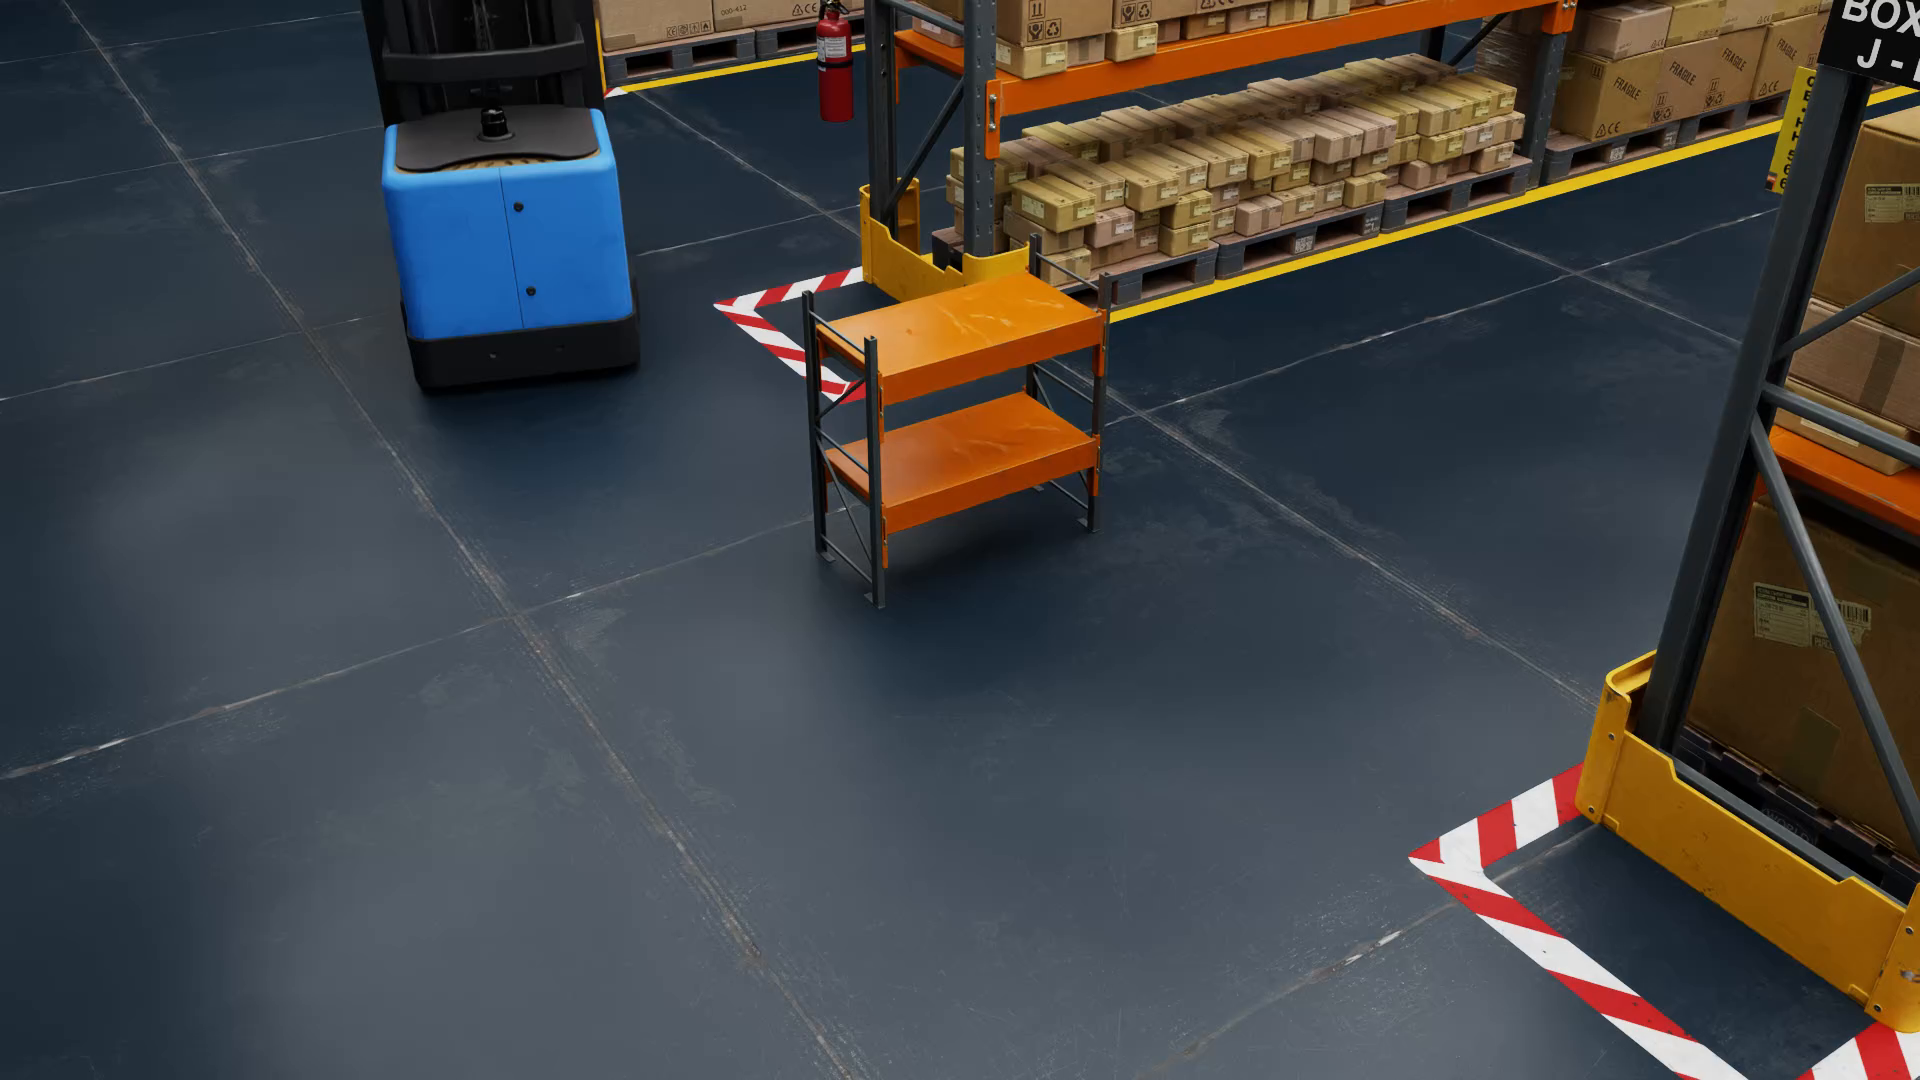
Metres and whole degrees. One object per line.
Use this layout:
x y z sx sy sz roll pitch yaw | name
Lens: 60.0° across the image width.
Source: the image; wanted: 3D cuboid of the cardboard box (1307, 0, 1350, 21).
1.819 -2.843 8.681 0.250 0.149 0.380 -18 37 -26 | cardboard box

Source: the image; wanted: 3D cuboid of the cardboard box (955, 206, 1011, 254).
0.174 -1.682 8.884 0.250 0.149 0.380 -18 37 -26 | cardboard box

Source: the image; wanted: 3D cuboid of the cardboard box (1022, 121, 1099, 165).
0.544 -2.134 9.042 0.250 0.149 0.380 -20 37 -28 | cardboard box

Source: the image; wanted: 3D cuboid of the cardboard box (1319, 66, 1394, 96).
2.356 -2.690 9.923 0.250 0.149 0.380 -20 37 -28 | cardboard box

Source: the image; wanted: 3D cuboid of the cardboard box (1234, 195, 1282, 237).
1.533 -1.806 9.080 0.250 0.149 0.380 -21 38 -30 | cardboard box

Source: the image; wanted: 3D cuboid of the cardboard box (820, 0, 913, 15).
-0.898 -4.513 13.101 0.875 0.438 0.875 -20 37 -29 | cardboard box

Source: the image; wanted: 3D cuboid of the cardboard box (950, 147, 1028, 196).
0.152 -1.955 8.758 0.250 0.149 0.380 -19 37 -27 | cardboard box

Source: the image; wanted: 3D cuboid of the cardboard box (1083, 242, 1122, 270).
0.634 -1.557 8.685 0.250 0.149 0.380 -19 37 -27 | cardboard box

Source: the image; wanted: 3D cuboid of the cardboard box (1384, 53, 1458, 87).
2.805 -2.838 10.158 0.250 0.149 0.380 -17 36 -25 | cardboard box

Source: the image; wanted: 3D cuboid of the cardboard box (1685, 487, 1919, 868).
2.942 0.289 5.078 0.875 0.875 0.875 -19 37 -27 | cardboard box

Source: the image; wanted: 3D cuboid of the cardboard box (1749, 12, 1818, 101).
5.283 -3.282 11.090 0.500 0.500 0.500 -21 38 -29 | cardboard box

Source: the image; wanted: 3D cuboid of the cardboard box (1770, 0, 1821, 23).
5.282 -3.609 10.906 0.500 0.250 0.500 -18 36 -26 | cardboard box

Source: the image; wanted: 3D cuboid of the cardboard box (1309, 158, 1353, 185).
1.974 -2.137 9.325 0.250 0.149 0.380 -21 38 -29 | cardboard box

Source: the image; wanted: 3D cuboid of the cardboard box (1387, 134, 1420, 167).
2.414 -2.287 9.564 0.250 0.149 0.380 -19 37 -27 | cardboard box

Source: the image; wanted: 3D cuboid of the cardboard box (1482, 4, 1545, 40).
3.696 -3.387 10.555 0.500 0.250 0.500 -20 37 -29 | cardboard box

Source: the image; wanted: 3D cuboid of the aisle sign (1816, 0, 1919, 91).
2.224 -1.425 3.760 0.004 0.787 0.394 -19 37 -27 | aisle sign

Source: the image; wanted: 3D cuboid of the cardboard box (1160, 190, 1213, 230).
1.117 -1.788 8.773 0.250 0.149 0.380 -18 36 -26 | cardboard box

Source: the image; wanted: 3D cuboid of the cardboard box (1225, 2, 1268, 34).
1.349 -2.713 8.475 0.250 0.149 0.380 -20 37 -28 | cardboard box

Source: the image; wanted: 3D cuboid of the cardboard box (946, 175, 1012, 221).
0.134 -1.843 8.860 0.250 0.149 0.380 -20 37 -29 | cardboard box

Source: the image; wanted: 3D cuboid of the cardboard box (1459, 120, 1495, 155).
2.894 -2.401 9.745 0.250 0.149 0.380 -21 38 -29 | cardboard box

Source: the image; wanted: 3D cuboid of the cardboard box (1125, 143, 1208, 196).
1.081 -1.945 8.743 0.250 0.149 0.380 -21 38 -30 | cardboard box

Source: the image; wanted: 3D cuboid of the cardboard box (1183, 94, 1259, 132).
1.478 -2.397 9.460 0.250 0.149 0.380 -19 37 -27 | cardboard box

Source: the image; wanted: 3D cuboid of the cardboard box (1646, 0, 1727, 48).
4.417 -3.309 10.430 0.500 0.250 0.500 -18 36 -26 | cardboard box

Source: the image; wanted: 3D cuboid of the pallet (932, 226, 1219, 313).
0.611 -1.526 8.972 1.213 0.211 1.003 -19 37 -27 | pallet

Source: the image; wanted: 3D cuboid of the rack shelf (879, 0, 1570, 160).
1.526 -2.739 8.954 4.000 0.370 1.077 -19 37 -27 | rack shelf

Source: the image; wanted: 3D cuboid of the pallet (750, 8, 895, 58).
-1.268 -4.093 13.040 1.213 0.211 1.003 -19 37 -27 | pallet

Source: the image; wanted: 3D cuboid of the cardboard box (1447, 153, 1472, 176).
2.798 -2.289 9.846 0.250 0.149 0.380 -18 36 -26 | cardboard box

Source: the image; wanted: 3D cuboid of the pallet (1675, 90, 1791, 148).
4.887 -3.022 11.343 1.213 0.211 1.003 -19 37 -27 | pallet

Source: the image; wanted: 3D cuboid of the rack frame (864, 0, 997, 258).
-0.155 -2.465 7.846 0.127 3.000 1.000 -19 37 -27 | rack frame

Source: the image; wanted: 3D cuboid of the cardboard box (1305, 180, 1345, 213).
1.936 -1.982 9.359 0.250 0.149 0.380 -18 37 -26 | cardboard box

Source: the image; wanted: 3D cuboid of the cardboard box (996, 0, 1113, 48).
0.372 -2.639 7.749 0.500 0.500 0.500 -17 36 -25 | cardboard box

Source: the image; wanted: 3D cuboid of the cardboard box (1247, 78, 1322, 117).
1.890 -2.567 9.729 0.250 0.149 0.380 -18 37 -26 | cardboard box

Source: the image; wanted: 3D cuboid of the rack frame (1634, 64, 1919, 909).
2.447 -0.211 4.273 0.127 3.000 1.000 -19 37 -27 | rack frame

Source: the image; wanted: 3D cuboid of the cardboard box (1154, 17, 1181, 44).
0.885 -2.587 8.276 0.250 0.149 0.380 -17 36 -25 | cardboard box

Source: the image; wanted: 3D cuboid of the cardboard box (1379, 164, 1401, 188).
2.324 -2.162 9.644 0.250 0.149 0.380 -20 37 -28 | cardboard box

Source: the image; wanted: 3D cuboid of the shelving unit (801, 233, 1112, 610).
-0.006 -0.474 6.447 1.048 1.125 0.538 -19 37 -27 | shelving unit

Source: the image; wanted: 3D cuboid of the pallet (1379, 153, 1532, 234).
2.662 -2.232 10.090 1.213 0.211 1.003 -19 37 -27 | pallet

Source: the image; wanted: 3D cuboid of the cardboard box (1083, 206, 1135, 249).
0.685 -1.653 8.558 0.250 0.149 0.380 -19 37 -27 | cardboard box

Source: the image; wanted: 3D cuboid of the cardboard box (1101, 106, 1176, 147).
0.991 -2.283 9.278 0.250 0.149 0.380 -18 36 -26 | cardboard box

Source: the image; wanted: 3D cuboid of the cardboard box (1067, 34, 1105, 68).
0.486 -2.397 7.974 0.250 0.149 0.380 -18 36 -26 | cardboard box

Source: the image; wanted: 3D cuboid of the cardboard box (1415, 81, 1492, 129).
2.856 -2.533 9.675 0.250 0.149 0.380 -18 37 -27 | cardboard box

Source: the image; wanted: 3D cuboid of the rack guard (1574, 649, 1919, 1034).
2.427 0.853 4.929 0.348 0.500 1.175 -19 37 -27 | rack guard

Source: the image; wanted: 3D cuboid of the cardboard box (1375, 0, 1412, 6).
2.237 -2.998 8.927 0.250 0.149 0.380 -21 38 -29 | cardboard box

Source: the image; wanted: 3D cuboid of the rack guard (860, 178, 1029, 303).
-0.091 -1.429 8.547 0.348 0.500 1.175 -19 37 -27 | rack guard

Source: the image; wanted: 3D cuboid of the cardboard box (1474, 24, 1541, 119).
3.692 -3.068 10.752 0.500 0.500 0.500 -20 37 -28 | cardboard box

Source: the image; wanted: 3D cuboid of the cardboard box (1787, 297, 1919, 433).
2.711 -0.533 4.645 0.500 0.250 0.500 -20 37 -28 | cardboard box

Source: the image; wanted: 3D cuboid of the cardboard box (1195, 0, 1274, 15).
1.226 -2.941 8.228 0.500 0.500 0.500 -18 37 -27 | cardboard box

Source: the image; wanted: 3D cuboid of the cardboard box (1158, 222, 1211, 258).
1.114 -1.656 8.843 0.250 0.149 0.380 -18 37 -27 | cardboard box

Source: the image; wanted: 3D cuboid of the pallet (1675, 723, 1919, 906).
3.077 0.702 5.439 1.213 0.211 1.003 -19 37 -27 | pallet

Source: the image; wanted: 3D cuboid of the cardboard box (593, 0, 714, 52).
-2.422 -3.985 12.263 0.875 0.438 0.875 -20 38 -29 | cardboard box

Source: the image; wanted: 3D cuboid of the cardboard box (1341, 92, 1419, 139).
2.390 -2.418 9.493 0.250 0.149 0.380 -18 36 -26 | cardboard box

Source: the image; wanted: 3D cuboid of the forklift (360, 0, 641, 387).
-2.410 -2.728 8.328 1.130 2.935 3.031 -8 33 -13 | forklift

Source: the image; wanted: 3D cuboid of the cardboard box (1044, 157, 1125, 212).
0.636 -1.821 8.546 0.250 0.149 0.380 -18 37 -26 | cardboard box

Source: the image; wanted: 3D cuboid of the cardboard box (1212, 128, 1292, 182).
1.565 -2.077 8.951 0.250 0.149 0.380 -18 37 -27 | cardboard box

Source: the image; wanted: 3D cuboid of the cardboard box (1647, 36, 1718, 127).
4.415 -2.990 10.627 0.500 0.500 0.500 -17 36 -25 | cardboard box

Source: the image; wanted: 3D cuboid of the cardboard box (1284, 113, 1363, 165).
1.992 -2.215 9.171 0.250 0.149 0.380 -20 38 -29 | cardboard box

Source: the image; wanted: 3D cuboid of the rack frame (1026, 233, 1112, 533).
0.422 -0.621 6.680 0.032 1.125 0.500 -19 37 -27 | rack frame

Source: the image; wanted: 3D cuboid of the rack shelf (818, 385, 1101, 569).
-0.006 -0.267 6.577 1.000 0.278 0.538 -19 37 -27 | rack shelf

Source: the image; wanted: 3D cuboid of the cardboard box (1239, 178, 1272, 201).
1.494 -2.005 9.116 0.250 0.149 0.380 -17 36 -25 | cardboard box
